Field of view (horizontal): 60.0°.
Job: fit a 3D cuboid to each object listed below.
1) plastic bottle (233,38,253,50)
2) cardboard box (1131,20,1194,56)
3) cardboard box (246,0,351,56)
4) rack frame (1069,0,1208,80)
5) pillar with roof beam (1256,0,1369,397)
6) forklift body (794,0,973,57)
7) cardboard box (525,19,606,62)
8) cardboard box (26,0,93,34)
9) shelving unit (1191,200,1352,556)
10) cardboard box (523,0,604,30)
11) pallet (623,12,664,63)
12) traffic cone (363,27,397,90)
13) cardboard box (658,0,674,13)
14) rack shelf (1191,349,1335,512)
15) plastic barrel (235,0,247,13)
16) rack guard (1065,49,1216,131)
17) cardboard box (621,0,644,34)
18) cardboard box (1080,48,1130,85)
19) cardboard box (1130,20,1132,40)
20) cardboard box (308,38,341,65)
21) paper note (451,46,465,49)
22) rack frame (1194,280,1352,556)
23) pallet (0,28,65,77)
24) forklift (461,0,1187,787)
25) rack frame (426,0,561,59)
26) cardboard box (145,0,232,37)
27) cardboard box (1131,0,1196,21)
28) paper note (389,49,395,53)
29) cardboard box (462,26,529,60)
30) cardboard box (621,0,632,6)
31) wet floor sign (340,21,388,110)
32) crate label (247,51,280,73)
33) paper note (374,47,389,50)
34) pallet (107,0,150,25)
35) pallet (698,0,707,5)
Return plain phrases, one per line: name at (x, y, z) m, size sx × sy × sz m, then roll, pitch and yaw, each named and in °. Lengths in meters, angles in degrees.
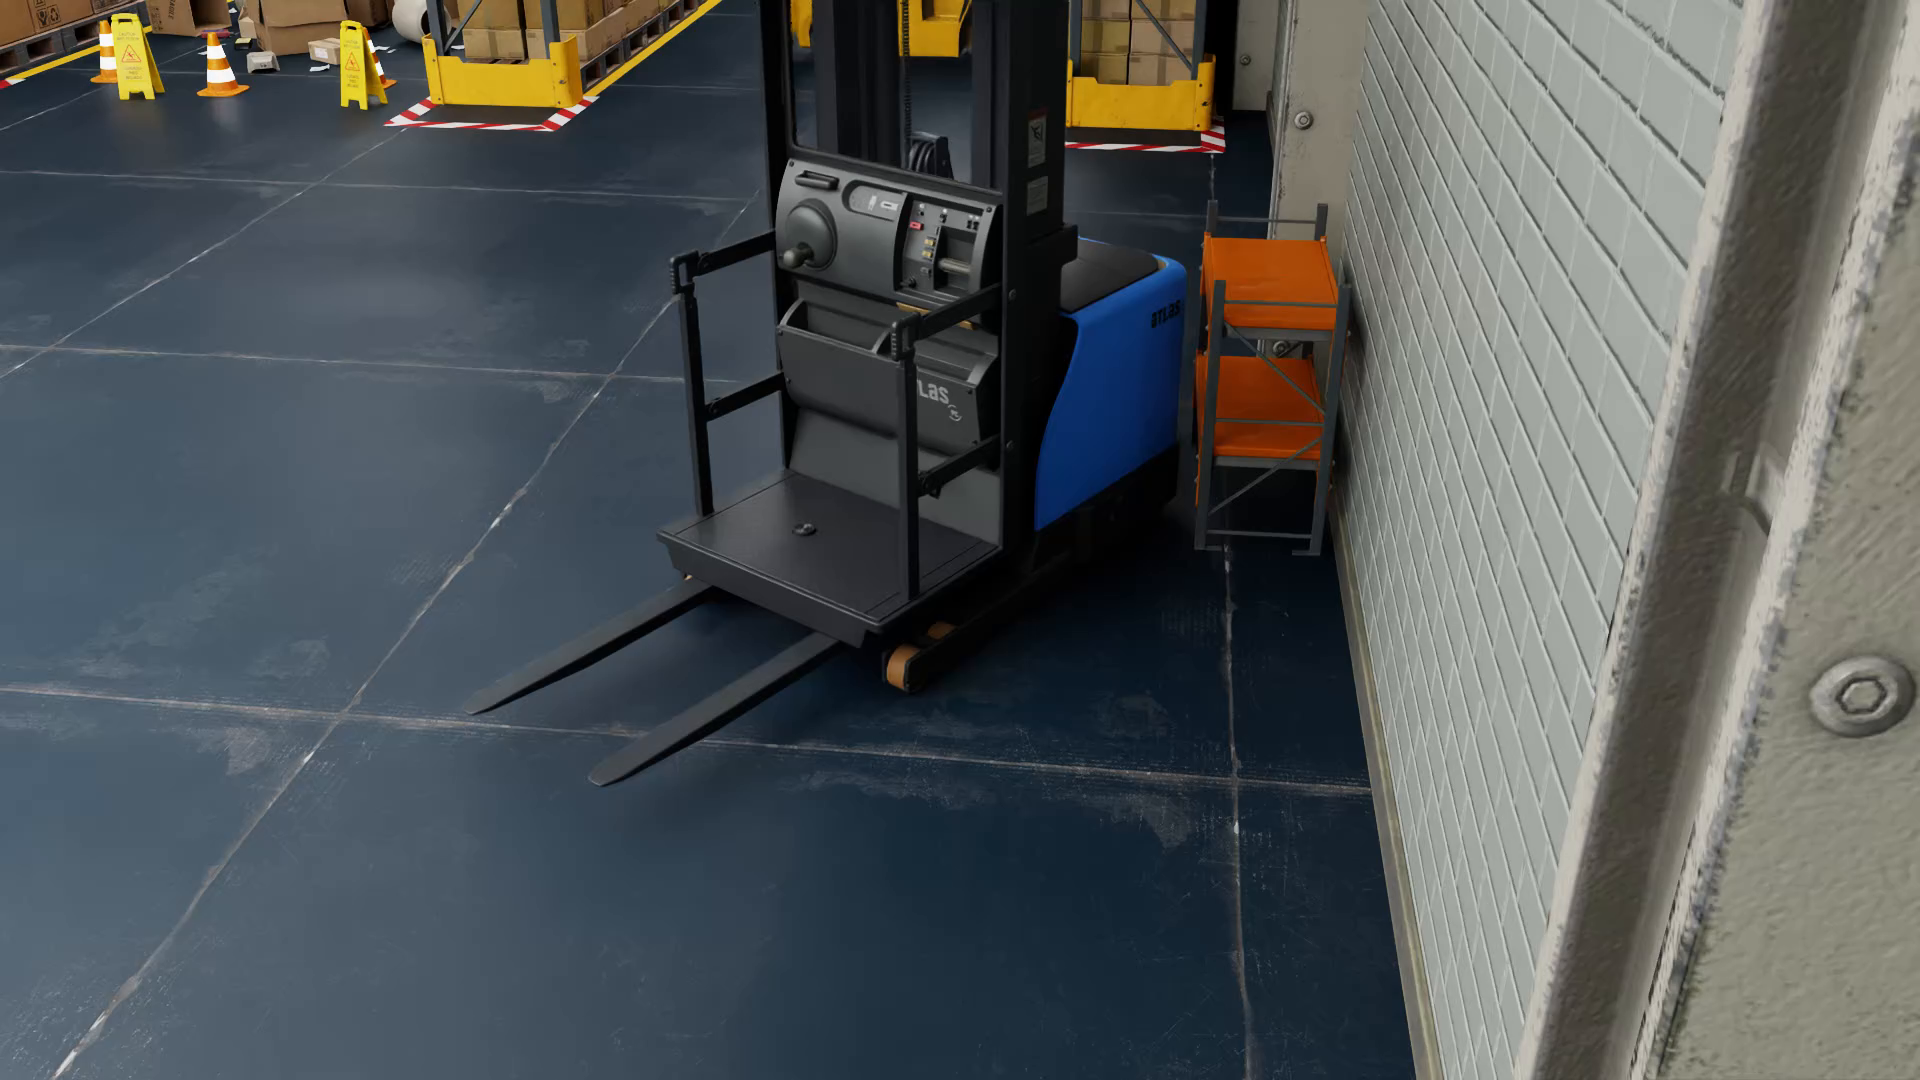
plastic bottle at (-6.465, -4.485, 15.010) m, size 0.133 × 0.061 × 0.283 m, roll -6°, pitch 29°, yaw -11°
cardboard box at (1.578, -3.900, 12.756) m, size 0.500 × 0.250 × 0.500 m, roll 4°, pitch 29°, yaw 7°
cardboard box at (-5.910, -4.658, 14.866) m, size 0.797 × 0.503 × 0.637 m, roll -17°, pitch 33°, yaw -29°
rack frame at (1.314, -4.496, 11.933) m, size 1.000 × 3.000 × 0.127 m, roll 3°, pitch 28°, yaw 6°
pillar with roof beam at (-2.714, -4.839, 6.244) m, size 9.100 × 9.000 × 0.400 m, roll 3°, pitch 28°, yaw 6°
forklift body at (-0.264, -5.121, 13.988) m, size 2.313 × 2.155 × 1.214 m, roll 3°, pitch 28°, yaw 6°
cardboard box at (-3.239, -4.121, 13.693) m, size 0.500 × 0.250 × 0.500 m, roll 3°, pitch 28°, yaw 6°
cardboard box at (-8.414, -5.010, 14.684) m, size 0.875 × 0.875 × 0.875 m, roll 3°, pitch 28°, yaw 5°
shelving unit at (1.246, -0.690, 6.845) m, size 0.538 × 1.125 × 1.048 m, roll 3°, pitch 28°, yaw 5°
cardboard box at (-3.237, -4.462, 13.536) m, size 0.500 × 0.500 × 0.500 m, roll 2°, pitch 28°, yaw 4°
pallet at (-3.317, -4.544, 14.962) m, size 1.003 × 0.211 × 1.213 m, roll 3°, pitch 28°, yaw 6°
traffic cone at (-4.840, -3.944, 13.582) m, size 0.336 × 0.463 × 0.334 m, roll 3°, pitch 28°, yaw 6°
cardboard box at (-2.983, -5.095, 15.501) m, size 0.500 × 0.250 × 0.500 m, roll 3°, pitch 28°, yaw 5°
rack shelf at (1.246, -0.475, 6.961) m, size 0.538 × 0.278 × 1.000 m, roll 3°, pitch 28°, yaw 5°
plastic barrel at (-6.664, -5.149, 15.861) m, size 0.421 × 0.421 × 0.512 m, roll -24°, pitch 36°, yaw -37°
rack guard at (1.311, -3.385, 12.505) m, size 1.175 × 0.500 × 0.348 m, roll 3°, pitch 28°, yaw 6°
cardboard box at (-3.115, -4.619, 14.616) m, size 0.500 × 0.250 × 0.500 m, roll 5°, pitch 29°, yaw 10°
cardboard box at (1.058, -3.710, 12.931) m, size 0.500 × 0.250 × 0.500 m, roll 4°, pitch 29°, yaw 7°
cardboard box at (1.136, -4.174, 13.263) m, size 0.500 × 0.250 × 0.500 m, roll 3°, pitch 28°, yaw 6°
cardboard box at (-5.457, -4.262, 14.504) m, size 0.380 × 0.149 × 0.250 m, roll 20°, pitch 34°, yaw 32°
paper note at (-4.505, -4.441, 14.962) m, size 0.142 × 0.019 × 0.148 m, roll -6°, pitch 29°, yaw -11°
rack frame at (1.191, -0.451, 6.401) m, size 0.500 × 1.125 × 0.032 m, roll 3°, pitch 28°, yaw 5°
pallet at (-8.517, -4.176, 14.280) m, size 1.003 × 0.211 × 1.213 m, roll 3°, pitch 28°, yaw 6°
forklift at (-0.396, -1.028, 5.567) m, size 1.130 × 2.935 × 3.031 m, roll 20°, pitch 34°, yaw 33°
rack frame at (-3.613, -4.783, 12.466) m, size 1.000 × 3.000 × 0.127 m, roll 3°, pitch 28°, yaw 6°
cardboard box at (-7.219, -5.016, 15.531) m, size 0.500 × 0.500 × 0.500 m, roll 8°, pitch 29°, yaw 15°
cardboard box at (1.561, -4.126, 12.648) m, size 0.500 × 0.250 × 0.500 m, roll 3°, pitch 28°, yaw 5°
paper note at (-5.072, -4.365, 14.841) m, size 0.032 × 0.001 × 0.123 m, roll 3°, pitch 28°, yaw 6°
cardboard box at (-3.778, -4.165, 13.774) m, size 0.500 × 0.250 × 0.500 m, roll 3°, pitch 28°, yaw 6°
cardboard box at (-3.108, -4.944, 14.431) m, size 0.500 × 0.500 × 0.500 m, roll 4°, pitch 29°, yaw 7°
wet floor sign at (-4.698, -3.719, 12.973) m, size 0.267 × 0.644 × 0.232 m, roll 14°, pitch 31°, yaw 24°
crate label at (-5.949, -4.078, 14.176) m, size 0.250 × 0.136 × 0.298 m, roll -11°, pitch 30°, yaw -20°
paper note at (-5.219, -4.423, 14.939) m, size 0.148 × 0.019 × 0.142 m, roll 14°, pitch 31°, yaw 24°
pallet at (-8.218, -5.325, 16.412) m, size 1.003 × 0.211 × 1.213 m, roll 3°, pitch 28°, yaw 6°
pallet at (-3.029, -5.805, 17.302) m, size 1.003 × 0.211 × 1.213 m, roll 3°, pitch 28°, yaw 6°
